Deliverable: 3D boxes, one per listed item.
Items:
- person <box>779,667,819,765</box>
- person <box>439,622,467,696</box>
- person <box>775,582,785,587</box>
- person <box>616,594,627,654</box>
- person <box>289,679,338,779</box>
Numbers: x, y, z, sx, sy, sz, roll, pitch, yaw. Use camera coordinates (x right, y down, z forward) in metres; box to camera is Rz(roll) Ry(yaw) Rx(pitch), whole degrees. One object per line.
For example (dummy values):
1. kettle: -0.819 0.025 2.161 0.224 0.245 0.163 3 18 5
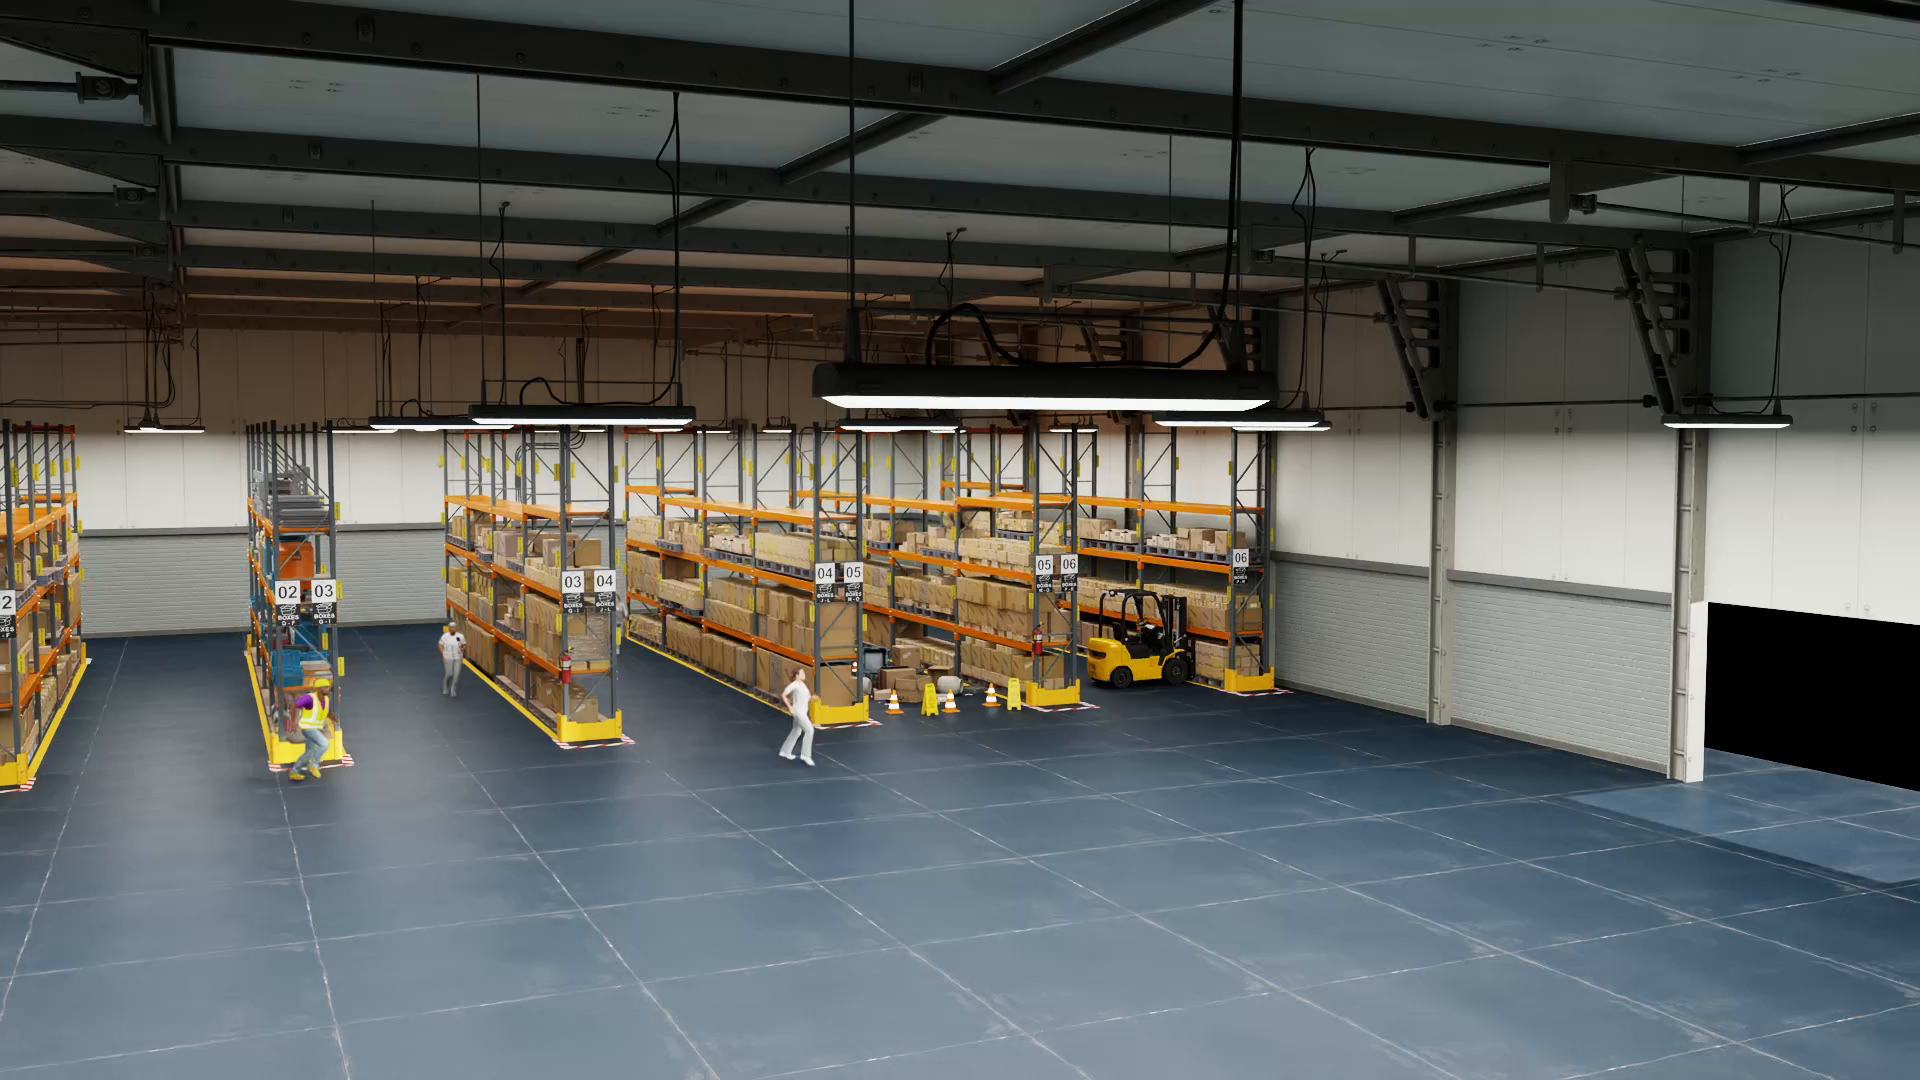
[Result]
1. person: -2.822 3.068 29.060 0.753 1.722 0.538 1 4 11
2. person: -11.122 2.621 36.525 0.588 1.633 0.567 -1 4 -21
3. person: -5.537 1.678 51.034 0.797 1.708 0.765 -1 4 -9
4. person: -9.043 2.210 43.904 0.539 1.567 0.501 -1 4 -21
5. person: -10.818 3.152 27.826 0.789 1.659 0.748 1 4 12
